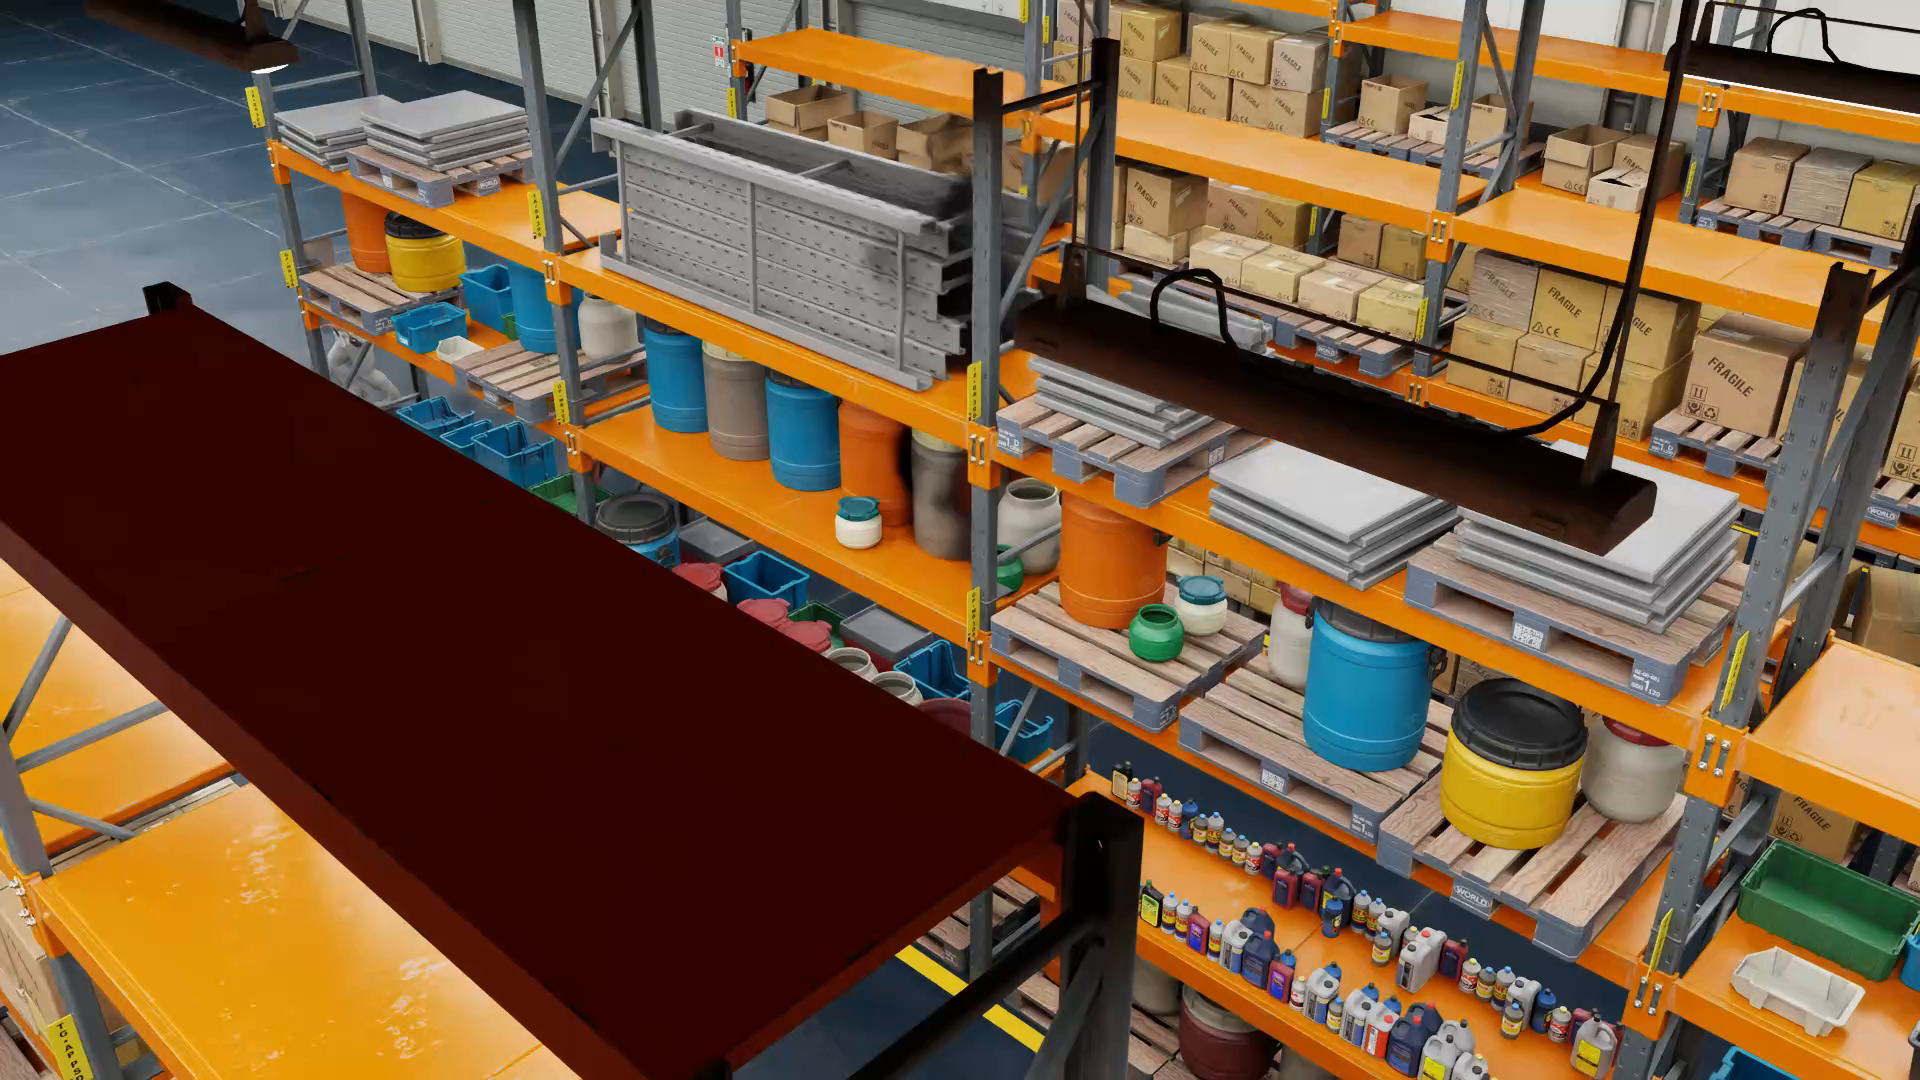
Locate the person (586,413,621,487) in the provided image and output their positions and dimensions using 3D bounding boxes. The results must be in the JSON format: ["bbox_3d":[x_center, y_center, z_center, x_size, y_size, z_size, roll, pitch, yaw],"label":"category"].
[{"bbox_3d":[-3.473,-0.797,15.999,0.588,1.655,0.771,-26,38,-38],"label":"person"}]

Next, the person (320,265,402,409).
[{"bbox_3d":[-6.675,-2.194,18.369,0.780,1.808,0.643,-14,32,-23],"label":"person"}]
